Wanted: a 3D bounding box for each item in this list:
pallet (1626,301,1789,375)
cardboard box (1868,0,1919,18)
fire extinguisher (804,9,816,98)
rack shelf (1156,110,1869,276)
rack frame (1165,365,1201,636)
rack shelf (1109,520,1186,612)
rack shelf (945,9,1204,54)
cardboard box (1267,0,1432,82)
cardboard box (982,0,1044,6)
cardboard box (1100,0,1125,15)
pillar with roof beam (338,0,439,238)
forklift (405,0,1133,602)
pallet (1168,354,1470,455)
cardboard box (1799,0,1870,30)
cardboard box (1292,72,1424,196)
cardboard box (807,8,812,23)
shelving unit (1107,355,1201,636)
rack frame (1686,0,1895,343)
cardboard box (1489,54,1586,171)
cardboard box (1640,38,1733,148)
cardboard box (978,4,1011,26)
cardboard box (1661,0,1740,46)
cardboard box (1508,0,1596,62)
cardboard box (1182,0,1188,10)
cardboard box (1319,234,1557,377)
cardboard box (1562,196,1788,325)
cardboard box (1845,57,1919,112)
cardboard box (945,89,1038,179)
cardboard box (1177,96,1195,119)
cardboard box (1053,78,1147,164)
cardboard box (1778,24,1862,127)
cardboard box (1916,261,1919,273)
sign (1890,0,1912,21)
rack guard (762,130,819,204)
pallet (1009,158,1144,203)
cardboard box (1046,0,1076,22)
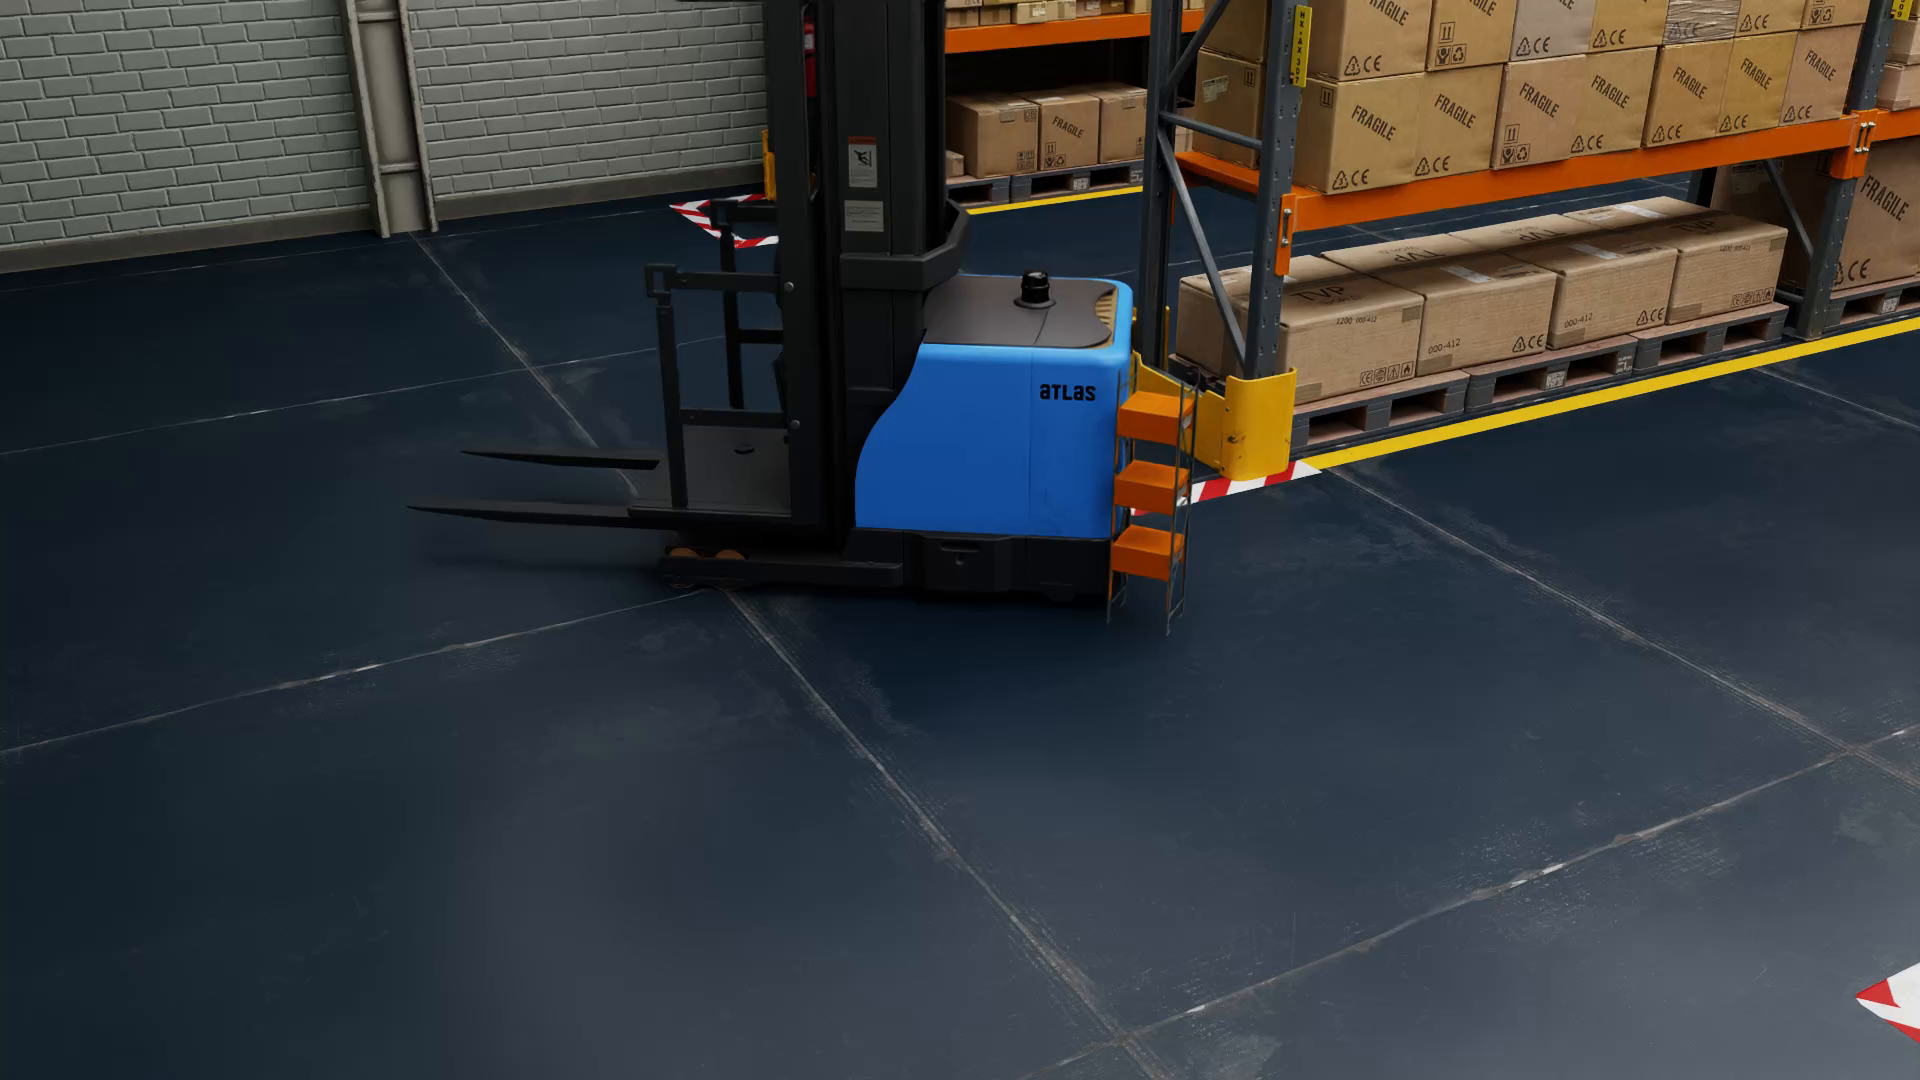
[{"bbox_3d":[4.010,-1.313,9.740,1.213,0.211,1.003,-13,29,-25],"label":"pallet"},{"bbox_3d":[5.242,-3.170,9.117,0.500,0.500,0.500,-13,28,-25],"label":"cardboard box"},{"bbox_3d":[-1.063,-3.366,11.314,0.183,0.674,0.296,-13,29,-25],"label":"fire extinguisher"},{"bbox_3d":[2.953,-1.963,8.704,4.000,0.370,1.077,-13,29,-25],"label":"rack shelf"},{"bbox_3d":[0.846,-0.138,6.324,0.008,1.050,0.200,12,28,23],"label":"rack frame"},{"bbox_3d":[0.736,0.099,6.496,0.240,0.259,0.215,12,28,23],"label":"rack shelf"},{"bbox_3d":[0.614,-3.858,12.651,4.000,0.370,1.077,-13,29,-25],"label":"rack shelf"},{"bbox_3d":[1.746,-2.365,7.439,0.500,0.500,0.500,-14,29,-26],"label":"cardboard box"},{"bbox_3d":[0.267,-4.038,12.025,0.500,0.250,0.500,-14,29,-26],"label":"cardboard box"},{"bbox_3d":[1.042,-4.076,12.564,0.250,0.149,0.380,-13,28,-24],"label":"cardboard box"},{"bbox_3d":[-1.928,-4.630,6.497,0.400,9.000,9.100,-13,29,-25],"label":"pillar with roof beam"},{"bbox_3d":[-0.808,-1.334,6.642,3.031,2.935,1.130,3,26,6],"label":"forklift"},{"bbox_3d":[1.857,-0.816,8.705,1.213,0.211,1.003,-13,29,-25],"label":"pallet"},{"bbox_3d":[4.432,-2.989,8.739,0.500,0.500,0.500,-13,29,-26],"label":"cardboard box"},{"bbox_3d":[1.747,-1.913,7.654,0.500,0.500,0.500,-13,29,-25],"label":"cardboard box"},{"bbox_3d":[-0.984,-3.832,12.055,0.250,0.149,0.380,-13,29,-26],"label":"cardboard box"},{"bbox_3d":[0.736,-0.161,6.371,0.252,1.050,0.215,12,28,23],"label":"shelving unit"},{"bbox_3d":[4.718,-2.695,9.397,0.127,3.000,1.000,-13,29,-25],"label":"rack frame"},{"bbox_3d":[2.638,-2.124,8.092,0.500,0.500,0.500,-13,29,-25],"label":"cardboard box"},{"bbox_3d":[3.541,-2.333,8.528,0.500,0.500,0.500,-13,29,-26],"label":"cardboard box"},{"bbox_3d":[0.170,-3.844,12.082,0.250,0.149,0.380,-13,28,-24],"label":"cardboard box"},{"bbox_3d":[3.535,-2.781,8.307,0.500,0.500,0.500,-13,28,-24],"label":"cardboard box"},{"bbox_3d":[2.649,-2.581,7.888,0.500,0.500,0.500,-13,29,-25],"label":"cardboard box"},{"bbox_3d":[1.535,-4.148,12.715,0.250,0.149,0.380,-12,28,-24],"label":"cardboard box"},{"bbox_3d":[2.527,-1.277,8.918,0.875,0.438,0.875,-12,28,-24],"label":"cardboard box"},{"bbox_3d":[4.114,-1.642,9.680,0.875,0.438,0.875,-13,29,-26],"label":"cardboard box"},{"bbox_3d":[5.230,-2.616,9.406,0.500,0.250,0.500,-14,29,-26],"label":"cardboard box"},{"bbox_3d":[0.206,-3.085,12.613,0.500,0.500,0.700,-12,28,-23],"label":"cardboard box"},{"bbox_3d":[1.685,-3.523,13.742,0.500,0.311,0.500,-12,28,-23],"label":"cardboard box"},{"bbox_3d":[1.122,-3.296,13.053,0.500,0.500,0.700,-14,29,-27],"label":"cardboard box"},{"bbox_3d":[4.429,-2.548,8.975,0.500,0.500,0.500,-13,28,-25],"label":"cardboard box"},{"bbox_3d":[6.021,-2.270,10.482,0.875,0.875,0.875,-12,28,-24],"label":"cardboard box"},{"bbox_3d":[4.981,-2.909,8.752,0.005,0.325,0.100,-13,29,-25],"label":"sign"},{"bbox_3d":[-1.083,-2.664,12.220,0.348,0.500,1.175,-13,29,-25],"label":"rack guard"},{"bbox_3d":[0.695,-2.943,13.136,1.213,0.211,1.003,-13,29,-25],"label":"pallet"},{"bbox_3d":[0.652,-3.929,12.257,0.250,0.149,0.380,-12,28,-24],"label":"cardboard box"}]
